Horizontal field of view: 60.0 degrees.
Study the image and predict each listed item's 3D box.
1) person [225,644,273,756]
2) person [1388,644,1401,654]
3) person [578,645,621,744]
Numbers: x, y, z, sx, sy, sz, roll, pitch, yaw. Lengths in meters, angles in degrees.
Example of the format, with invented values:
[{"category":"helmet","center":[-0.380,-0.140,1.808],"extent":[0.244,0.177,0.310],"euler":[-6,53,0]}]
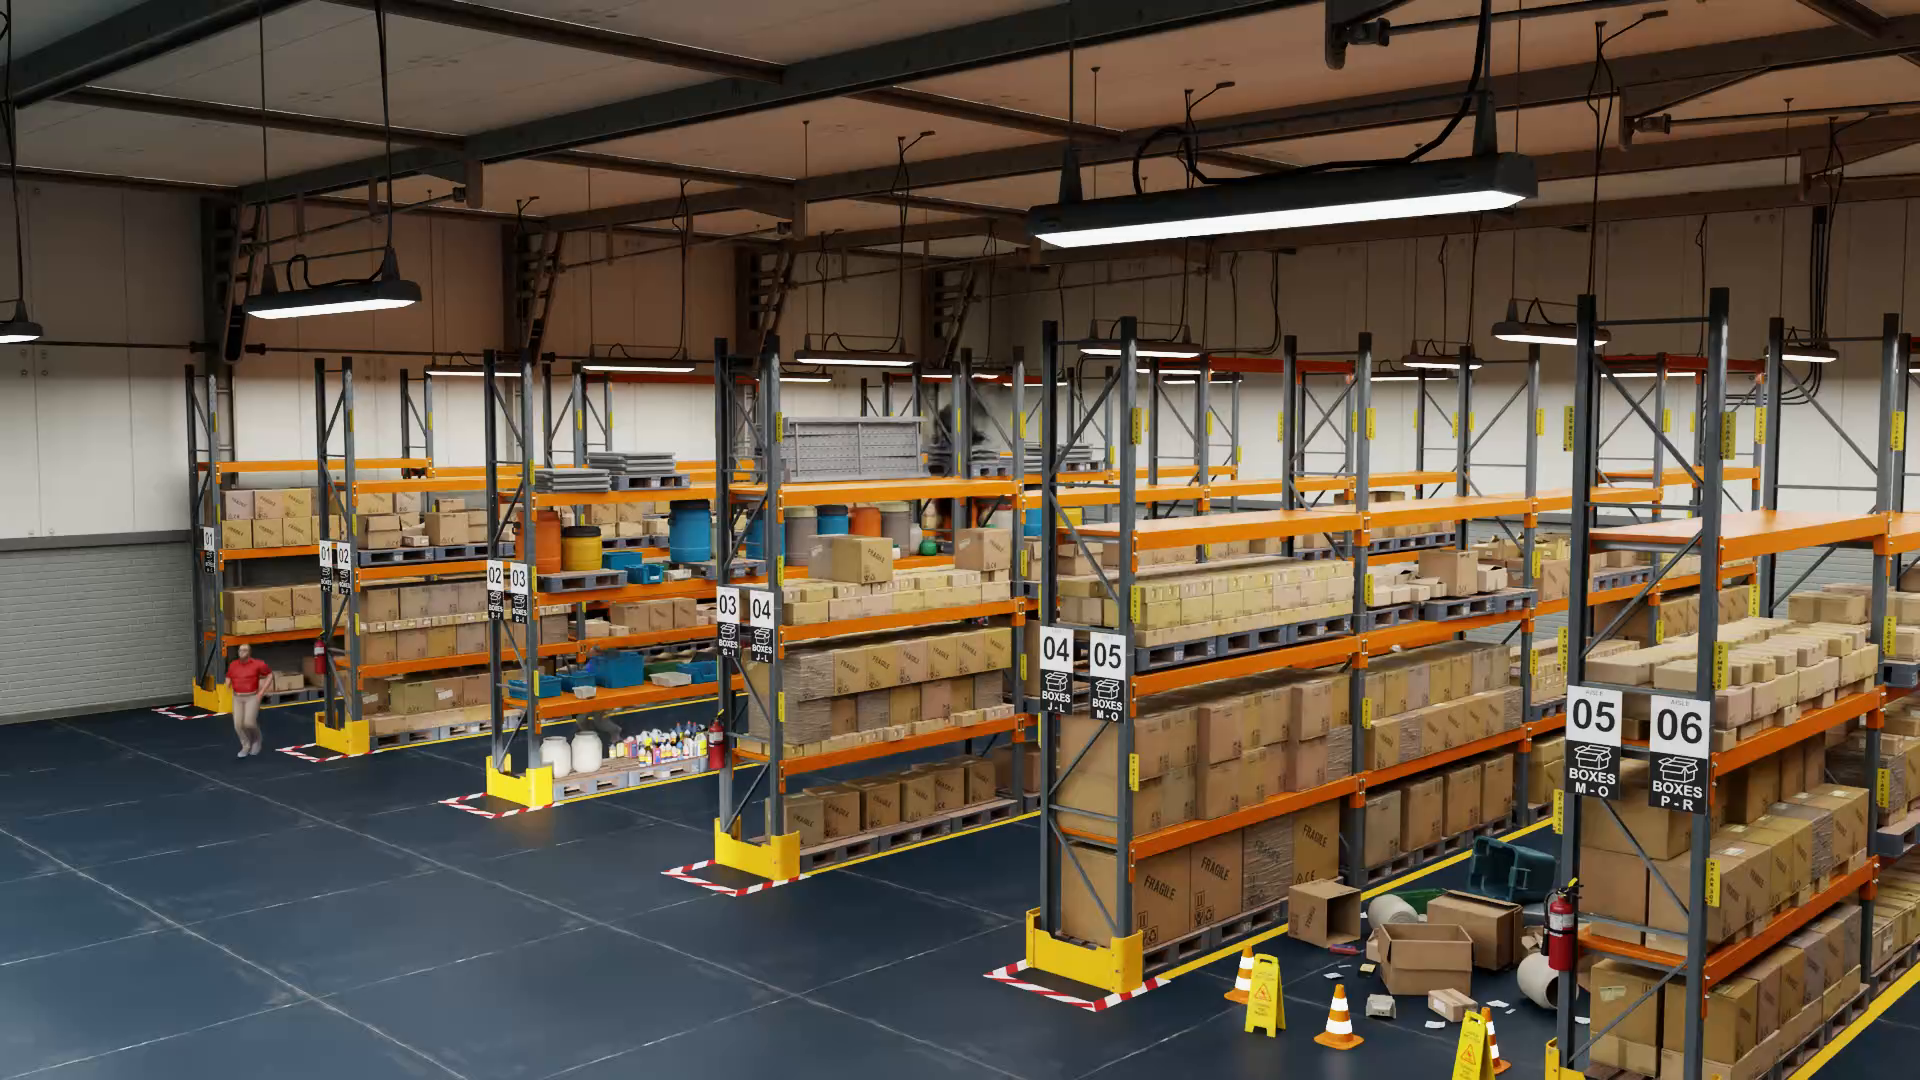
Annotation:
[{"category":"person","center":[-10.704,2.409,24.899],"extent":[0.665,1.707,0.560],"euler":[0,4,0]},{"category":"person","center":[6.575,2.400,25.320],"extent":[0.594,1.655,0.623],"euler":[3,5,30]},{"category":"person","center":[-5.563,2.409,25.340],"extent":[0.570,1.623,0.834],"euler":[3,5,35]}]
